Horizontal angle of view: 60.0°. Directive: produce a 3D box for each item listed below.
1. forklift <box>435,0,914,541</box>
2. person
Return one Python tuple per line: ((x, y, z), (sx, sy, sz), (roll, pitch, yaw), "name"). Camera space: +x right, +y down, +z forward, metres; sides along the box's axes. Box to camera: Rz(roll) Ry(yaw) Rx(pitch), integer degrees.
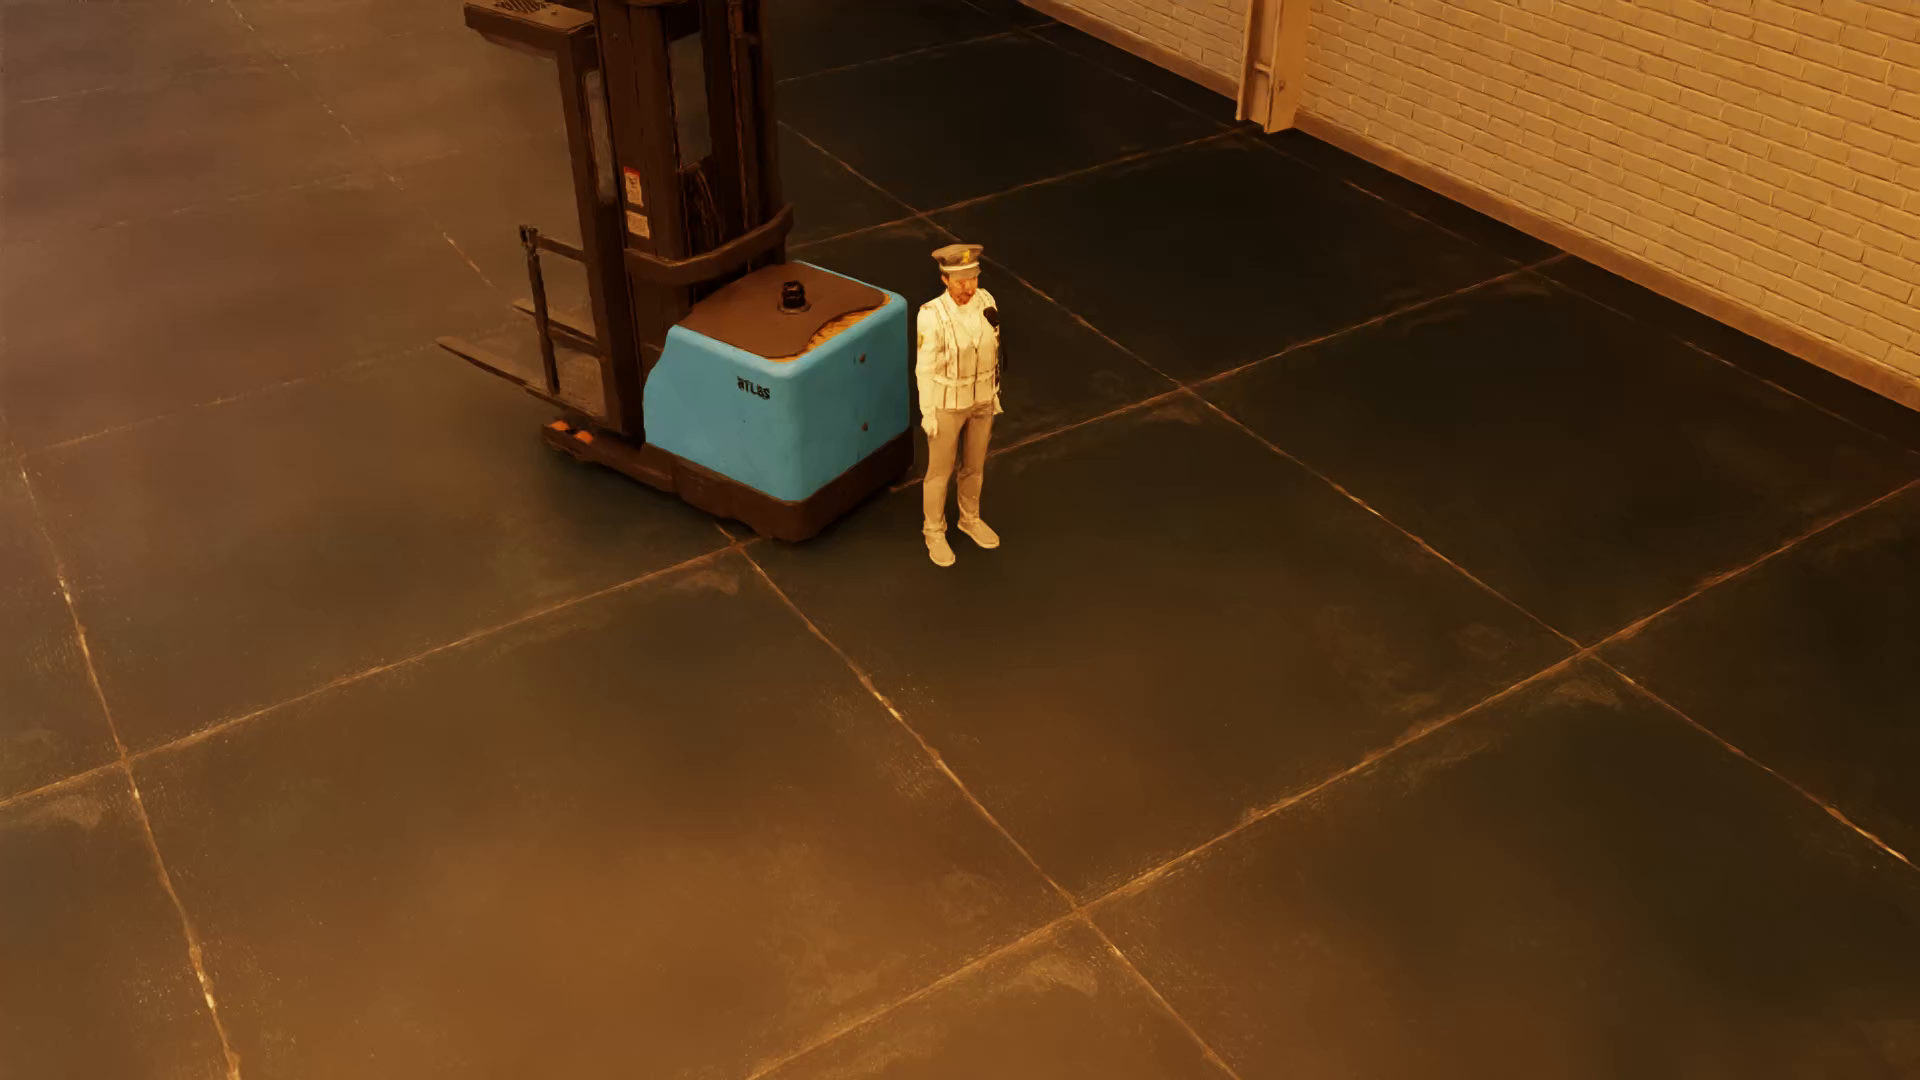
((-1.746, -1.864, 8.801), (3.031, 2.935, 1.130), (23, 41, 29), "forklift")
((0.009, -0.683, 8.203), (0.463, 1.692, 0.337), (-21, 40, -27), "person")
